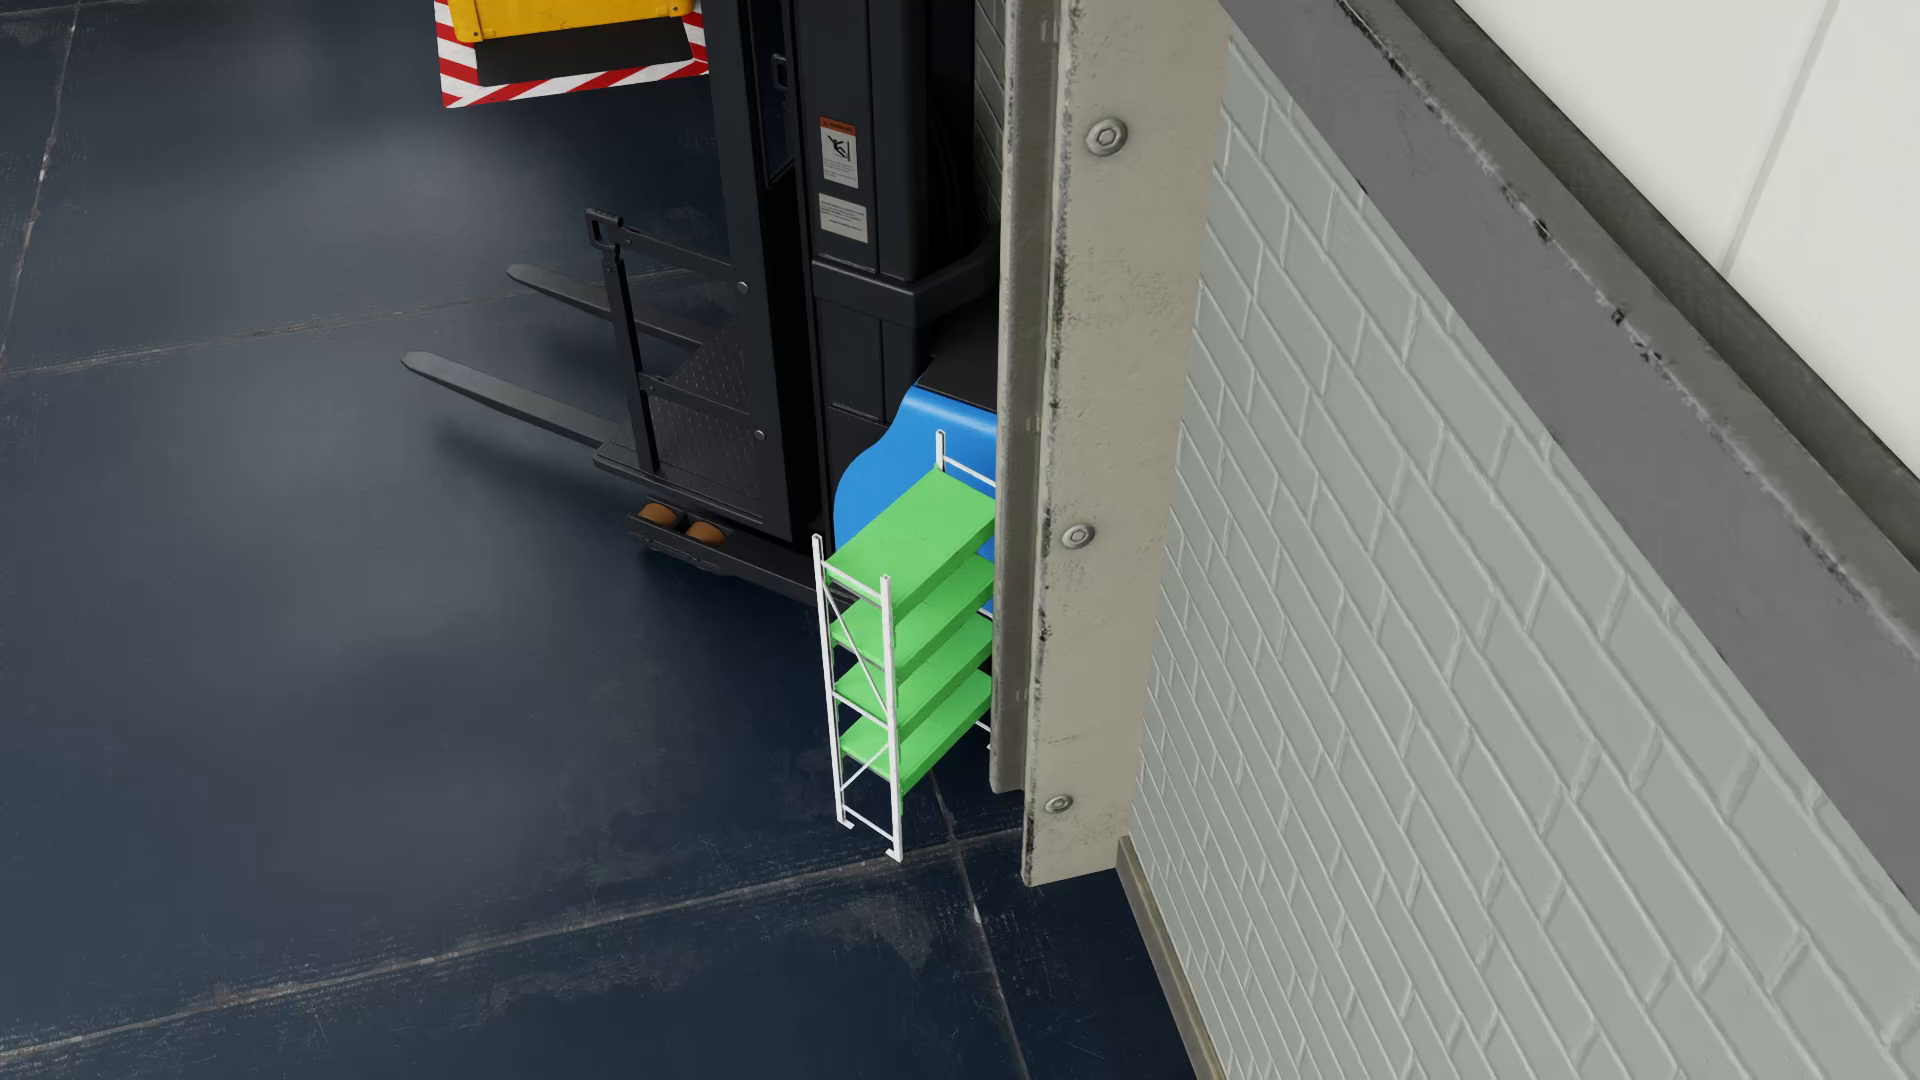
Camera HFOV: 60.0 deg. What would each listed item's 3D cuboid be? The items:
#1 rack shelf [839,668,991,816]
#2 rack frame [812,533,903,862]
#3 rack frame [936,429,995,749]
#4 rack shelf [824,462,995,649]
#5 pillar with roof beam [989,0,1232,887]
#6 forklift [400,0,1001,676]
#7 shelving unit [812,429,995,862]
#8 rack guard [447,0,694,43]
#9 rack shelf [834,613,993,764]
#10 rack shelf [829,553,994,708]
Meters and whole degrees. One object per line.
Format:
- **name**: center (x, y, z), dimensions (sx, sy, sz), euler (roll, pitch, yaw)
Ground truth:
- **rack shelf**: center (-0.114, 0.536, 4.810), dimensions (0.258, 0.148, 0.480), euler (29, 52, 26)
- **rack frame**: center (-0.265, 0.460, 4.459), dimensions (0.240, 1.200, 0.015), euler (29, 52, 26)
- **rack frame**: center (0.036, 0.186, 4.728), dimensions (0.240, 1.200, 0.015), euler (29, 52, 26)
- **rack shelf**: center (-0.114, 0.032, 4.296), dimensions (0.258, 0.148, 0.480), euler (29, 52, 26)
- **pillar with roof beam**: center (-3.875, -1.530, 0.949), dimensions (9.100, 9.000, 0.400), euler (-11, 47, -10)
- **forklift**: center (-0.556, -1.235, 4.908), dimensions (3.031, 2.935, 1.130), euler (21, 49, 19)
- **shelving unit**: center (-0.114, 0.323, 4.593), dimensions (0.258, 1.200, 0.503), euler (29, 52, 26)
- **rack guard**: center (-1.936, -2.823, 8.167), dimensions (1.175, 0.500, 0.348), euler (-11, 47, -10)
- **rack shelf**: center (-0.114, 0.368, 4.639), dimensions (0.258, 0.148, 0.480), euler (29, 52, 26)
- **rack shelf**: center (-0.114, 0.200, 4.467), dimensions (0.258, 0.148, 0.480), euler (29, 52, 26)
